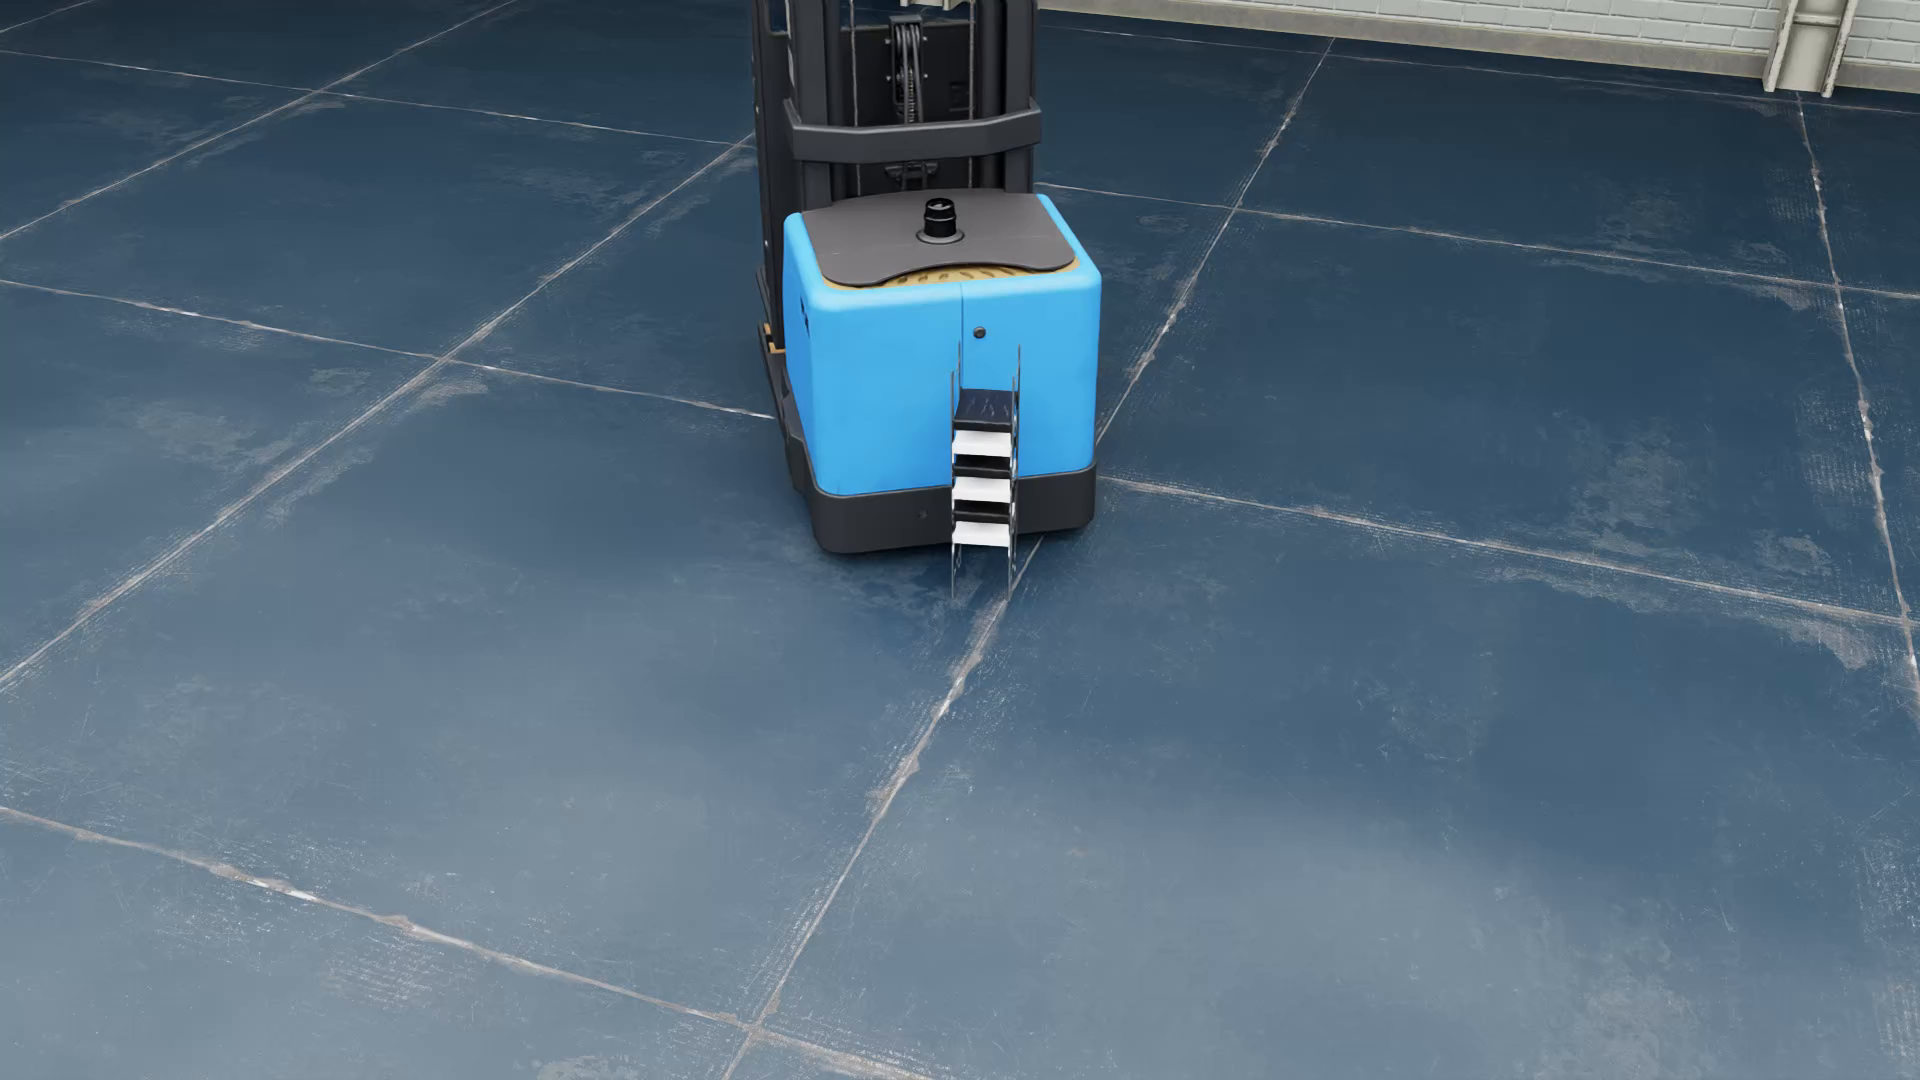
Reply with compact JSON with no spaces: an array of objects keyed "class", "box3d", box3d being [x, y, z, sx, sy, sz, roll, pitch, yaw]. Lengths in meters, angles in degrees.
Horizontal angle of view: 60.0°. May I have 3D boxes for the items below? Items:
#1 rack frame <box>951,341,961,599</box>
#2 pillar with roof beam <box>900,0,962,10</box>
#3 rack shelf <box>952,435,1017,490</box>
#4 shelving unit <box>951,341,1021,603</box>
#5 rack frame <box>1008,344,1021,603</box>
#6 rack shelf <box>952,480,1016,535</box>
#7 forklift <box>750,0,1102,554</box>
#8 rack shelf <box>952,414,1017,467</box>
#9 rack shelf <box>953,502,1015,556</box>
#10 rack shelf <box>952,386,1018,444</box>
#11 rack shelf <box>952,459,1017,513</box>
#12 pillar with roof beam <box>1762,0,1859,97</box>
[{"class":"rack frame","box3d":[-0.013,-0.233,5.782,0.006,0.900,0.240,4,33,6]},{"class":"pillar with roof beam","box3d":[-1.664,-5.625,6.665,0.400,9.000,9.100,11,34,16]},{"class":"rack shelf","box3d":[0.088,-0.275,5.741,0.200,0.077,0.258,4,33,6]},{"class":"shelving unit","box3d":[0.088,-0.227,5.772,0.210,0.900,0.258,4,33,6]},{"class":"rack frame","box3d":[0.189,-0.220,5.762,0.006,0.900,0.240,4,33,6]},{"class":"rack shelf","box3d":[0.088,-0.123,5.839,0.200,0.077,0.258,4,33,6]},{"class":"forklift","box3d":[-0.297,-1.972,6.602,1.130,2.935,3.031,-6,33,-10]},{"class":"rack shelf","box3d":[0.088,-0.350,5.692,0.200,0.077,0.258,4,33,6]},{"class":"rack shelf","box3d":[0.088,-0.048,5.887,0.200,0.077,0.258,4,33,6]},{"class":"rack shelf","box3d":[0.088,-0.426,5.643,0.200,0.077,0.258,4,33,6]},{"class":"rack shelf","box3d":[0.088,-0.199,5.790,0.200,0.077,0.258,4,33,6]},{"class":"pillar with roof beam","box3d":[3.984,-4.527,4.965,0.400,9.000,9.100,11,34,16]}]
